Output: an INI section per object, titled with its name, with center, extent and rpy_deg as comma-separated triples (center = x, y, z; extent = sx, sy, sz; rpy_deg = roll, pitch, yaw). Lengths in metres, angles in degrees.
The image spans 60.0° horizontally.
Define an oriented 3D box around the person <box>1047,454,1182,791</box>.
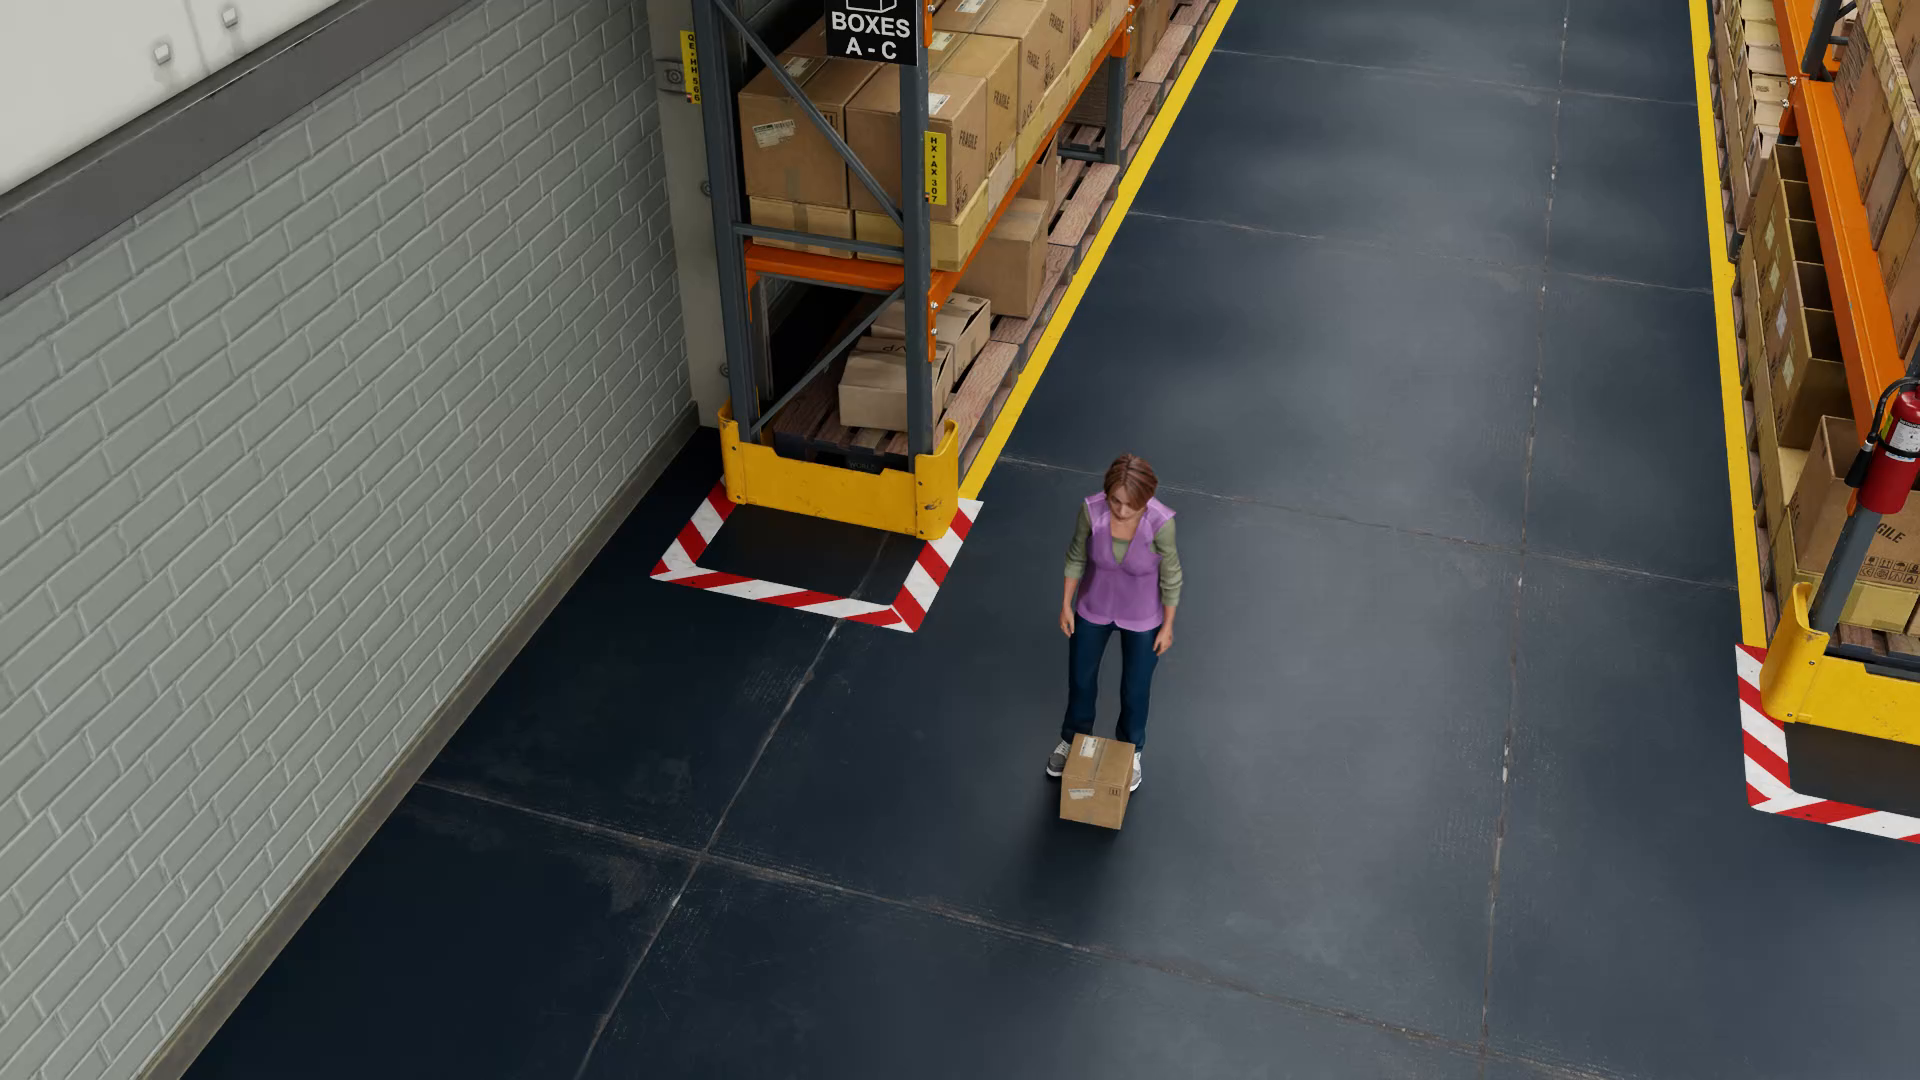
[person]
center = 0.616, 0.305, 6.500
extent = 0.465, 1.593, 0.347
rpy_deg = 11, 39, 13
